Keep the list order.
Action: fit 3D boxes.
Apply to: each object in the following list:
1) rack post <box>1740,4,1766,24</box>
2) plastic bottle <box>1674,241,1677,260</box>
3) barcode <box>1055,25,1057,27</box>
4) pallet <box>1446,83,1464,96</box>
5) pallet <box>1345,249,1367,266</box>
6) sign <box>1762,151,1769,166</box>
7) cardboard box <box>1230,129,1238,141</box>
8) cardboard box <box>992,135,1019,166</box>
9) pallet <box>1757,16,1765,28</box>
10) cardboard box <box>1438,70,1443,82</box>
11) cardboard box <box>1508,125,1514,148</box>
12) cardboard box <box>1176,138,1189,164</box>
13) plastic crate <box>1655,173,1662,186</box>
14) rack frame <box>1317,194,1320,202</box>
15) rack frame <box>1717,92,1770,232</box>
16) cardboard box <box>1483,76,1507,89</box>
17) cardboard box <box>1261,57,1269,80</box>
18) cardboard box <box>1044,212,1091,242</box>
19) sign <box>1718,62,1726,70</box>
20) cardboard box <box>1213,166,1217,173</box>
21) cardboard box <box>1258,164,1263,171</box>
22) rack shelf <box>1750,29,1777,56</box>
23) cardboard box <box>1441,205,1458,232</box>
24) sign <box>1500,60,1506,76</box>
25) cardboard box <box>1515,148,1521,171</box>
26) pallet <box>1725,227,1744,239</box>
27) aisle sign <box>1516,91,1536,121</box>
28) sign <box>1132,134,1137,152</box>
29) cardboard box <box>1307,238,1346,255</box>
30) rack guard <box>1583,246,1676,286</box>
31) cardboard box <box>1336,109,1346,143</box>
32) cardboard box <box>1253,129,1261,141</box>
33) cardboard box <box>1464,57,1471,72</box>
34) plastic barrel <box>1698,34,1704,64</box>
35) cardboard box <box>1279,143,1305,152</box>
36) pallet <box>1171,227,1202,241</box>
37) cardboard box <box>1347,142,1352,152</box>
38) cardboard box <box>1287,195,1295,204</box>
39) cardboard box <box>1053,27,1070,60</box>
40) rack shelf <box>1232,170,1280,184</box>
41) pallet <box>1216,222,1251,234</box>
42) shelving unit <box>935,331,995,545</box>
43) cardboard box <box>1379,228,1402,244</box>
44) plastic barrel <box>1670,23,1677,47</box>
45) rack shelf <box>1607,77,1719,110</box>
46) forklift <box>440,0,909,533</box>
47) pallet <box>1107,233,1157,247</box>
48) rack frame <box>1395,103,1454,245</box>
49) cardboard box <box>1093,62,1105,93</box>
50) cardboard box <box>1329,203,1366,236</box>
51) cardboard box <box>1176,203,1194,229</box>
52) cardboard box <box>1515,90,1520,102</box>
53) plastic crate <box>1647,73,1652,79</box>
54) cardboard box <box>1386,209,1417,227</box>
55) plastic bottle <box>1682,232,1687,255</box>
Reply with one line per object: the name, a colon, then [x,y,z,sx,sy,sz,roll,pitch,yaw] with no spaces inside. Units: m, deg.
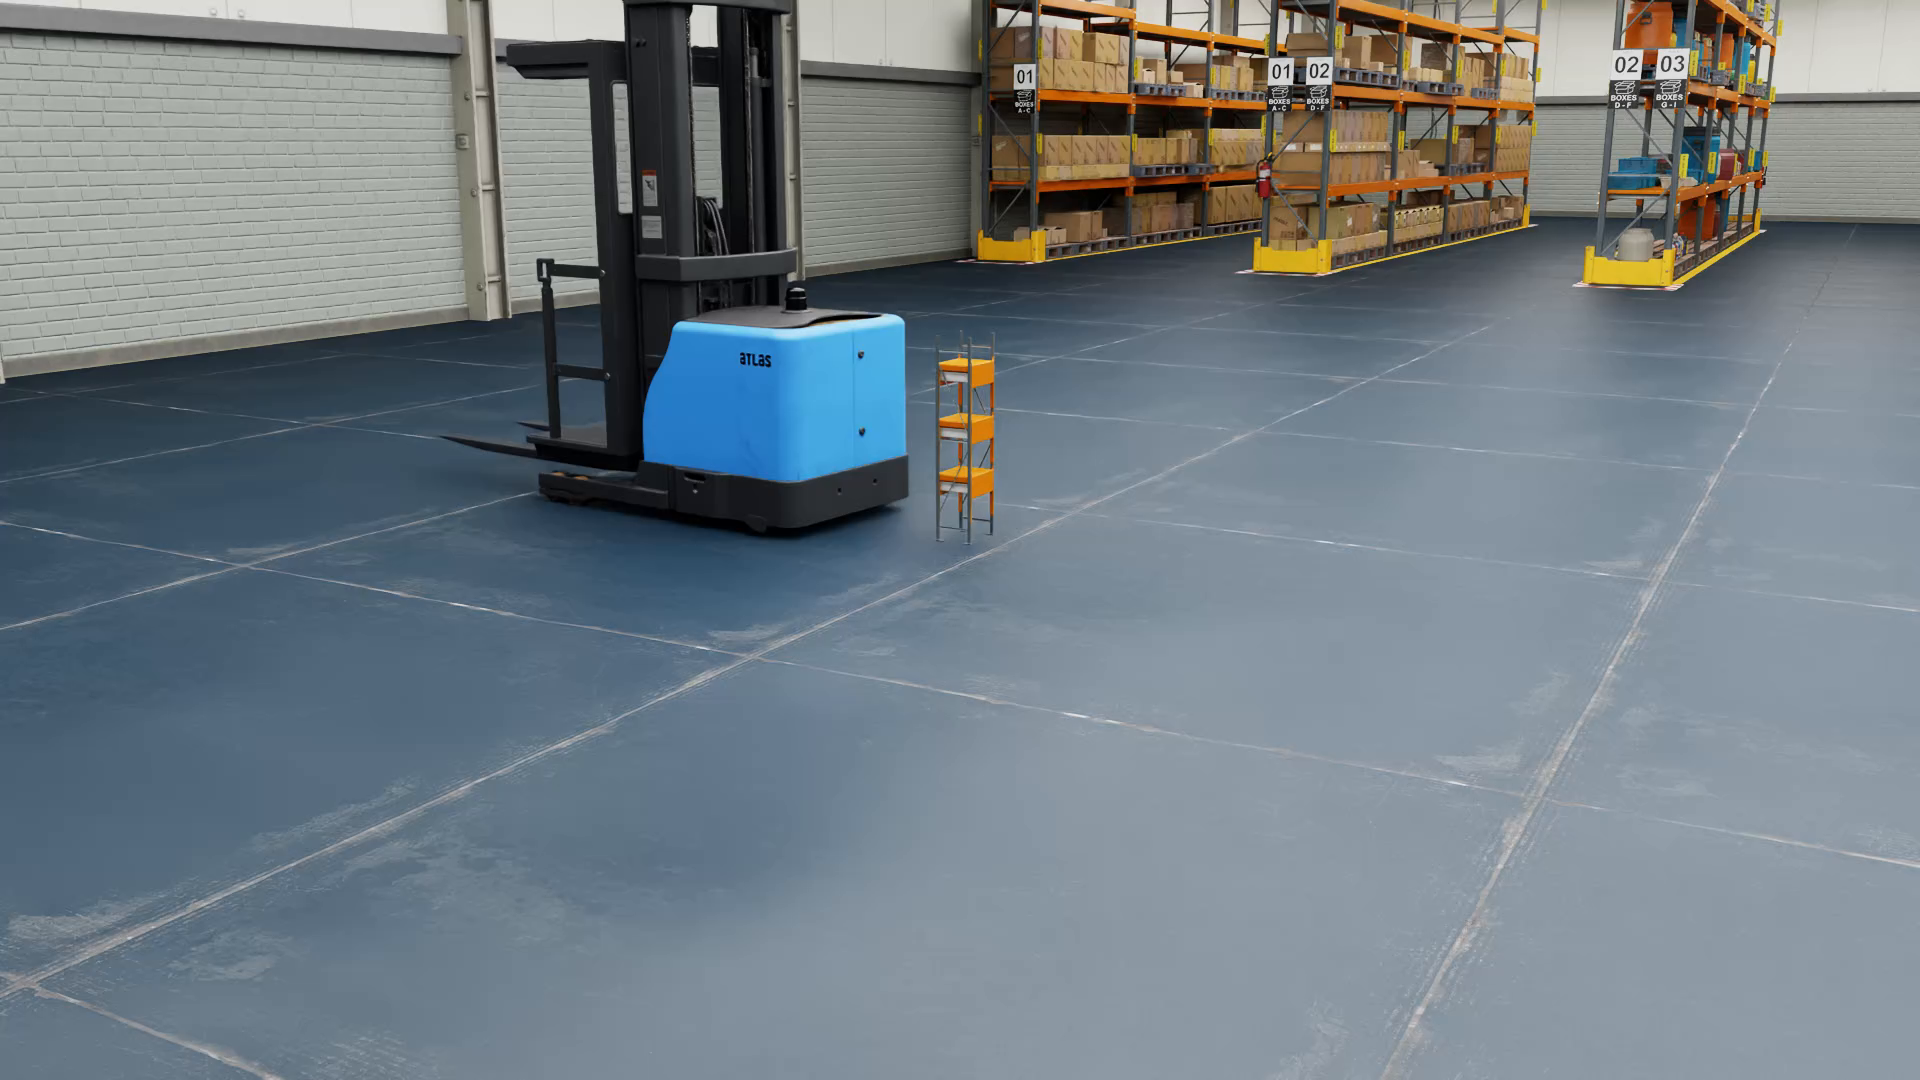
rack post: [14.442,-9.797,31.036,0.937,0.300,0.954,9,16,34]
plastic bottle: [10.783,-4.365,25.098,0.061,0.283,0.133,8,16,29]
barcode: [1.721,-9.179,29.755,0.001,0.075,0.075,7,15,28]
pallet: [8.791,-8.511,31.441,1.213,0.211,1.003,8,16,31]
pallet: [6.098,-4.708,27.613,1.003,0.211,1.213,7,15,28]
sign: [17.732,-8.394,36.603,0.100,0.325,0.005,7,15,28]
cardboard box: [5.645,-8.700,35.728,0.500,0.250,0.500,7,15,28]
cardboard box: [0.877,-6.636,28.335,0.500,0.500,0.500,7,15,27]
pallet: [14.936,-10.010,32.110,1.003,0.211,1.213,7,15,28]
cardboard box: [8.871,-8.784,31.594,0.500,0.250,0.500,6,15,24]
cardboard box: [11.947,-8.926,36.810,0.500,0.500,0.500,7,15,26]
cardboard box: [4.238,-7.902,33.758,0.700,0.500,0.500,6,15,23]
plastic crate: [10.538,-5.562,25.657,0.450,0.188,0.662,7,15,28]
rack frame: [8.570,-9.496,41.522,1.000,3.000,0.127,7,15,28]
rack frame: [17.243,-8.374,36.867,1.000,3.000,0.127,7,15,28]
cardboard box: [11.427,-9.815,35.698,0.500,0.250,0.500,7,15,28]
cardboard box: [7.227,-10.793,38.111,0.500,0.500,0.500,7,15,28]
cardboard box: [1.923,-5.606,29.780,0.700,0.500,0.500,6,15,25]
sign: [11.918,-7.310,26.034,0.100,0.325,0.005,7,15,28]
cardboard box: [5.194,-7.834,35.123,0.380,0.149,0.250,8,16,29]
cardboard box: [6.620,-8.407,37.499,0.380,0.149,0.250,8,16,29]
rack shelf: [16.276,-10.336,34.593,1.077,0.370,4.000,7,15,28]
cardboard box: [9.511,-6.354,32.884,0.500,0.500,0.500,8,16,30]
sign: [11.462,-9.954,35.078,0.100,0.325,0.005,7,15,28]
cardboard box: [12.437,-8.653,37.812,0.500,0.500,0.500,8,15,28]
pallet: [15.631,-6.353,34.433,1.003,0.211,1.213,7,15,28]
aisle sign: [13.210,-10.179,38.807,0.394,0.787,0.004,7,15,28]
sign: [3.248,-7.395,30.960,0.100,0.325,0.005,7,15,28]
cardboard box: [5.866,-4.708,26.634,0.500,0.250,0.500,7,15,28]
rack guard: [9.504,-3.897,23.630,1.175,0.500,0.348,7,15,28]
cardboard box: [5.686,-6.546,26.304,0.700,0.500,0.500,7,15,27]
cardboard box: [6.379,-9.014,37.033,0.500,0.250,0.500,8,16,29]
cardboard box: [10.024,-9.506,33.839,0.600,0.600,0.600,7,15,26]
plastic barrel: [12.130,-8.011,27.892,0.600,0.901,0.708,7,15,28]
cardboard box: [5.192,-6.117,25.908,0.380,0.149,0.250,7,15,27]
pallet: [4.324,-6.339,34.377,1.003,0.211,1.213,7,15,28]
cardboard box: [6.050,-6.285,26.606,0.380,0.149,0.250,7,15,26]
cardboard box: [7.584,-8.014,39.812,0.700,0.500,0.500,8,16,29]
cardboard box: [1.521,-8.365,28.040,0.500,0.500,0.500,7,15,27]
rack shelf: [7.603,-8.736,39.905,1.077,0.370,4.000,7,15,28]
pallet: [5.741,-6.902,36.711,1.003,0.211,1.213,7,15,28]
shelving unit: [0.026,-0.521,8.456,0.215,1.050,0.252,7,15,28]
cardboard box: [7.519,-5.396,29.485,0.500,0.250,0.500,7,15,27]
plastic barrel: [9.948,-7.093,23.857,0.600,0.588,0.600,0,14,0]
rack shelf: [10.475,-6.610,24.685,1.077,0.370,4.000,7,15,28]
forklift: [-1.780,-1.710,9.372,3.031,2.935,1.130,9,16,34]
pallet: [3.144,-5.838,32.300,1.003,0.211,1.213,7,15,28]
rack frame: [9.041,-7.294,32.390,1.000,3.000,0.127,7,15,28]
cardboard box: [2.251,-8.199,29.485,0.500,0.500,0.500,7,15,26]
cardboard box: [6.355,-5.277,27.394,0.500,0.500,0.500,7,15,28]
cardboard box: [4.400,-6.700,34.319,0.700,0.500,0.500,8,16,29]
cardboard box: [12.153,-9.879,37.033,0.500,0.250,0.500,7,15,28]
plastic crate: [10.166,-6.967,24.665,0.392,0.384,0.575,7,15,28]
cardboard box: [8.021,-5.879,30.292,0.500,0.311,0.500,7,15,26]
plastic bottle: [11.383,-4.673,26.230,0.144,0.351,0.185,7,15,27]
